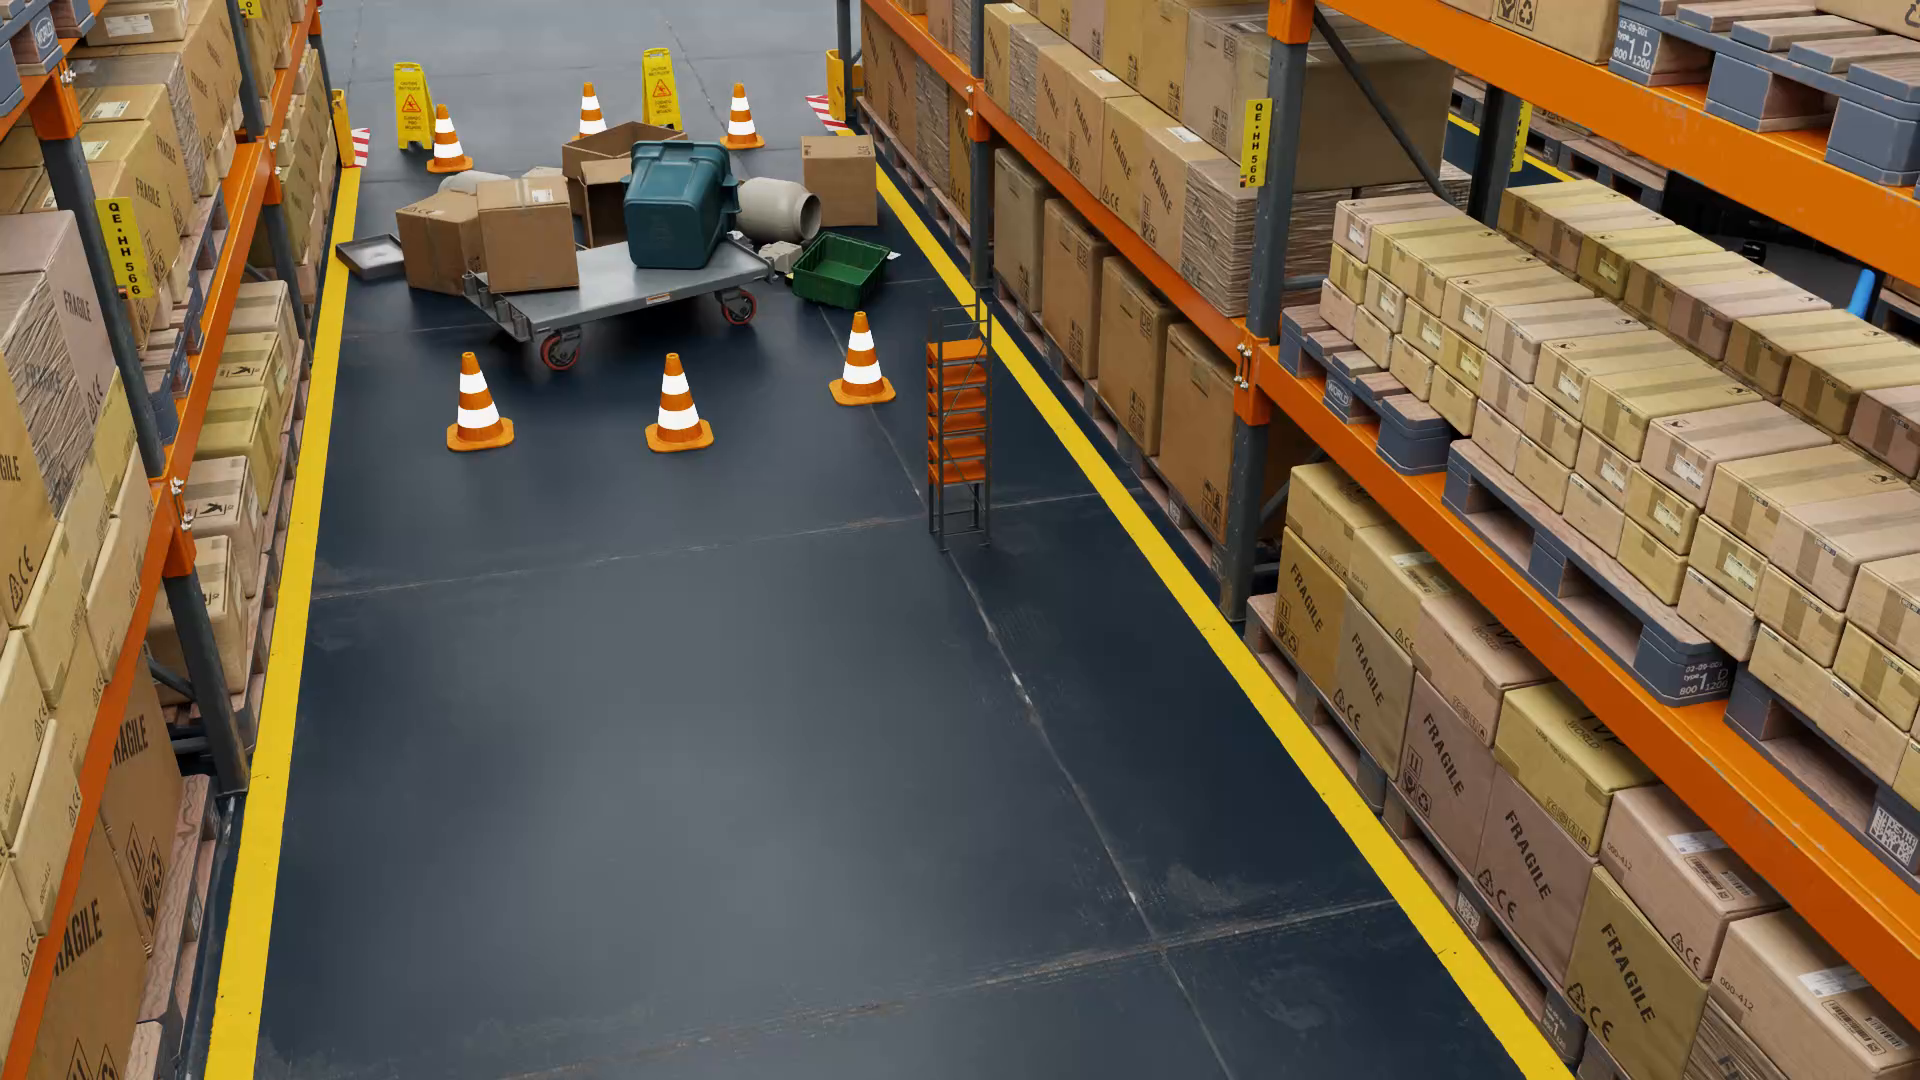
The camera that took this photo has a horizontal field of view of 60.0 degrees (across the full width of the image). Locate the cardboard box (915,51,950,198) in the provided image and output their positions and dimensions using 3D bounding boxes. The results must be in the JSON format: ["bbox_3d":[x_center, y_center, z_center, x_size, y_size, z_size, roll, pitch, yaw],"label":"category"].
[{"bbox_3d":[0.218,-2.975,11.597,0.875,0.875,0.875,-8,31,-13],"label":"cardboard box"}]

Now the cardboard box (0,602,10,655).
[{"bbox_3d":[-2.337,0.146,3.405,0.500,0.500,0.500,-8,31,-14],"label":"cardboard box"}]

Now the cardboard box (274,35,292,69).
[{"bbox_3d":[-4.290,-2.963,10.125,0.380,0.149,0.250,-8,31,-13],"label":"cardboard box"}]

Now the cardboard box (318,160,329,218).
[{"bbox_3d":[-4.499,-2.323,11.095,0.500,0.250,0.500,-9,31,-15],"label":"cardboard box"}]

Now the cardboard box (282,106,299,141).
[{"bbox_3d":[-4.195,-2.492,9.990,0.380,0.149,0.250,-7,31,-11],"label":"cardboard box"}]

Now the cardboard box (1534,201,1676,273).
[{"bbox_3d":[2.259,-1.066,5.835,0.380,0.149,0.250,-8,31,-14],"label":"cardboard box"}]

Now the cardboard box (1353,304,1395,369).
[{"bbox_3d":[1.617,-0.733,5.854,0.380,0.149,0.250,-6,31,-11],"label":"cardboard box"}]

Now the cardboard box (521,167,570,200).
[{"bbox_3d":[-2.952,-2.591,12.079,0.380,0.149,0.250,7,31,13],"label":"cardboard box"}]

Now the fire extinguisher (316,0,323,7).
[{"bbox_3d":[-4.833,-4.272,12.214,0.296,0.674,0.183,-8,31,-13],"label":"fire extinguisher"}]

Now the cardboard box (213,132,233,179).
[{"bbox_3d":[-3.555,-1.747,7.605,0.380,0.149,0.250,-8,31,-13],"label":"cardboard box"}]

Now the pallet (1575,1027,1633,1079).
[{"bbox_3d":[2.476,1.730,4.550,1.003,0.211,1.213,-8,31,-13],"label":"pallet"}]

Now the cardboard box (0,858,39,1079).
[{"bbox_3d":[-2.184,0.924,3.309,0.500,0.250,0.500,-8,31,-14],"label":"cardboard box"}]

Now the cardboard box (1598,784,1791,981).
[{"bbox_3d":[2.119,0.899,4.530,0.500,0.250,0.500,-6,31,-11],"label":"cardboard box"}]

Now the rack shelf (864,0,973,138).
[{"bbox_3d":[0.030,-3.619,11.726,1.077,0.370,4.000,-8,31,-13],"label":"rack shelf"}]

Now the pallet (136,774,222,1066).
[{"bbox_3d":[-2.987,1.272,5.342,1.003,0.211,1.213,-8,31,-13],"label":"pallet"}]

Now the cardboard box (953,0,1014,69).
[{"bbox_3d":[0.451,-3.206,10.145,0.875,0.550,0.550,-8,31,-13],"label":"cardboard box"}]

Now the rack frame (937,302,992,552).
[{"bbox_3d":[0.020,-0.482,7.385,0.240,1.200,0.006,-8,31,-13],"label":"rack frame"}]

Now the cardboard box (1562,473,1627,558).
[{"bbox_3d":[1.968,-0.097,4.754,0.380,0.149,0.250,-9,31,-15],"label":"cardboard box"}]

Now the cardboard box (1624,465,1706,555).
[{"bbox_3d":[2.034,-0.105,4.471,0.380,0.149,0.250,-8,31,-13],"label":"cardboard box"}]

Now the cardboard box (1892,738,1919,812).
[{"bbox_3d":[2.318,0.535,3.662,0.380,0.149,0.250,-8,31,-13],"label":"cardboard box"}]

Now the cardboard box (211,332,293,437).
[{"bbox_3d":[-3.849,-0.702,8.173,0.950,0.372,0.625,-6,31,-10],"label":"cardboard box"}]

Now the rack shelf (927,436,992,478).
[{"bbox_3d":[-0.004,-0.384,7.544,0.258,0.103,0.180,-8,31,-13],"label":"rack shelf"}]

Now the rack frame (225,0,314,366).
[{"bbox_3d":[-4.185,-2.257,8.656,1.000,3.000,0.127,-8,31,-13],"label":"rack frame"}]

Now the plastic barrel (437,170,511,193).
[{"bbox_3d":[-3.239,-2.278,11.263,0.512,0.421,0.421,13,32,21],"label":"plastic barrel"}]

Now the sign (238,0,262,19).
[{"bbox_3d":[-3.651,-2.834,8.496,0.100,0.325,0.005,-8,31,-13],"label":"sign"}]

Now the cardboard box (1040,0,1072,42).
[{"bbox_3d":[0.836,-2.953,8.760,0.700,0.500,0.500,-8,31,-14],"label":"cardboard box"}]

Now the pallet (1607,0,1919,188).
[{"bbox_3d":[2.344,-1.130,3.902,1.213,0.211,1.003,-8,31,-13],"label":"pallet"}]

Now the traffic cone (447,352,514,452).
[{"bbox_3d":[-2.506,-0.747,8.578,0.336,0.463,0.334,-8,31,-13],"label":"traffic cone"}]

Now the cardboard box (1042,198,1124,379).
[{"bbox_3d":[1.064,-1.418,9.033,1.050,0.750,0.750,-8,31,-13],"label":"cardboard box"}]

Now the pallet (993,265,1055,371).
[{"bbox_3d":[0.838,-1.395,9.949,1.003,0.211,1.213,-8,31,-13],"label":"pallet"}]

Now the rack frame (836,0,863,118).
[{"bbox_3d":[-0.501,-4.896,13.215,1.000,3.000,0.127,-8,31,-13],"label":"rack frame"}]

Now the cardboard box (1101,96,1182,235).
[{"bbox_3d":[0.980,-1.740,7.662,0.500,0.500,0.500,-8,31,-14],"label":"cardboard box"}]

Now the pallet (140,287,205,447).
[{"bbox_3d":[-3.415,-0.573,5.936,1.213,0.211,1.003,-8,31,-13],"label":"pallet"}]

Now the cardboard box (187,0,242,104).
[{"bbox_3d":[-3.841,-2.419,8.118,0.500,0.500,0.500,-8,31,-14],"label":"cardboard box"}]

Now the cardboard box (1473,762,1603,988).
[{"bbox_3d":[1.977,0.979,5.140,0.500,0.500,0.500,-9,31,-14],"label":"cardboard box"}]

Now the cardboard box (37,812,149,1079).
[{"bbox_3d":[-2.788,1.188,4.405,0.875,0.875,0.875,-7,31,-13],"label":"cardboard box"}]

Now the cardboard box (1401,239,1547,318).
[{"bbox_3d":[1.693,-0.866,5.489,0.380,0.149,0.250,-8,31,-14],"label":"cardboard box"}]

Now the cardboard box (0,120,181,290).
[{"bbox_3d":[-3.165,-1.178,5.975,0.500,0.500,0.500,-6,31,-11],"label":"cardboard box"}]

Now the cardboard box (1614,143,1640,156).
[{"bbox_3d":[5.142,-3.149,12.273,0.500,0.500,0.500,2,30,3],"label":"cardboard box"}]

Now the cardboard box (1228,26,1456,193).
[{"bbox_3d":[1.513,-1.727,6.641,0.700,0.500,0.500,-8,31,-14],"label":"cardboard box"}]

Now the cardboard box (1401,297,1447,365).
[{"bbox_3d":[1.705,-0.715,5.526,0.380,0.149,0.250,-9,31,-15],"label":"cardboard box"}]

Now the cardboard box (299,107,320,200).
[{"bbox_3d":[-4.371,-2.402,10.483,0.500,0.500,0.500,-6,31,-11],"label":"cardboard box"}]

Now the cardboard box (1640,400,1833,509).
[{"bbox_3d":[2.044,-0.229,4.388,0.380,0.149,0.250,-9,31,-16],"label":"cardboard box"}]

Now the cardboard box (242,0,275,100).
[{"bbox_3d":[-4.033,-2.679,8.988,0.500,0.500,0.500,-8,31,-13],"label":"cardboard box"}]

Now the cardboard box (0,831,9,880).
[{"bbox_3d":[-2.180,0.710,3.180,0.500,0.250,0.500,-7,31,-13],"label":"cardboard box"}]

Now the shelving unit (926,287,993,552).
[{"bbox_3d":[-0.004,-0.526,7.462,0.258,1.200,0.189,-8,31,-13],"label":"shelving unit"}]

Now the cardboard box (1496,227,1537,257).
[{"bbox_3d":[2.192,-1.056,6.115,0.380,0.149,0.250,-7,31,-12],"label":"cardboard box"}]

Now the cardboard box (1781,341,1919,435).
[{"bbox_3d":[2.604,-0.437,4.748,0.380,0.149,0.250,-7,31,-12],"label":"cardboard box"}]

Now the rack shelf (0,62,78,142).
[{"bbox_3d":[-2.593,-0.346,3.078,1.077,0.370,4.000,-8,31,-13],"label":"rack shelf"}]

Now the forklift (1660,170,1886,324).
[{"bbox_3d":[4.231,-2.041,8.350,1.130,2.935,3.031,17,34,27],"label":"forklift"}]

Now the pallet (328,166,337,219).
[{"bbox_3d":[-5.045,-2.549,11.943,1.003,0.211,1.213,-8,31,-13],"label":"pallet"}]

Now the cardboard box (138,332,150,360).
[{"bbox_3d":[-3.073,-0.721,5.833,0.380,0.149,0.250,-10,31,-16],"label":"cardboard box"}]

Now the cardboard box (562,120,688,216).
[{"bbox_3d":[-2.340,-2.597,11.735,0.637,0.503,0.797,19,35,29],"label":"cardboard box"}]

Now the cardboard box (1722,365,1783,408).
[{"bbox_3d":[2.537,-0.434,5.039,0.380,0.149,0.250,-7,31,-12],"label":"cardboard box"}]
